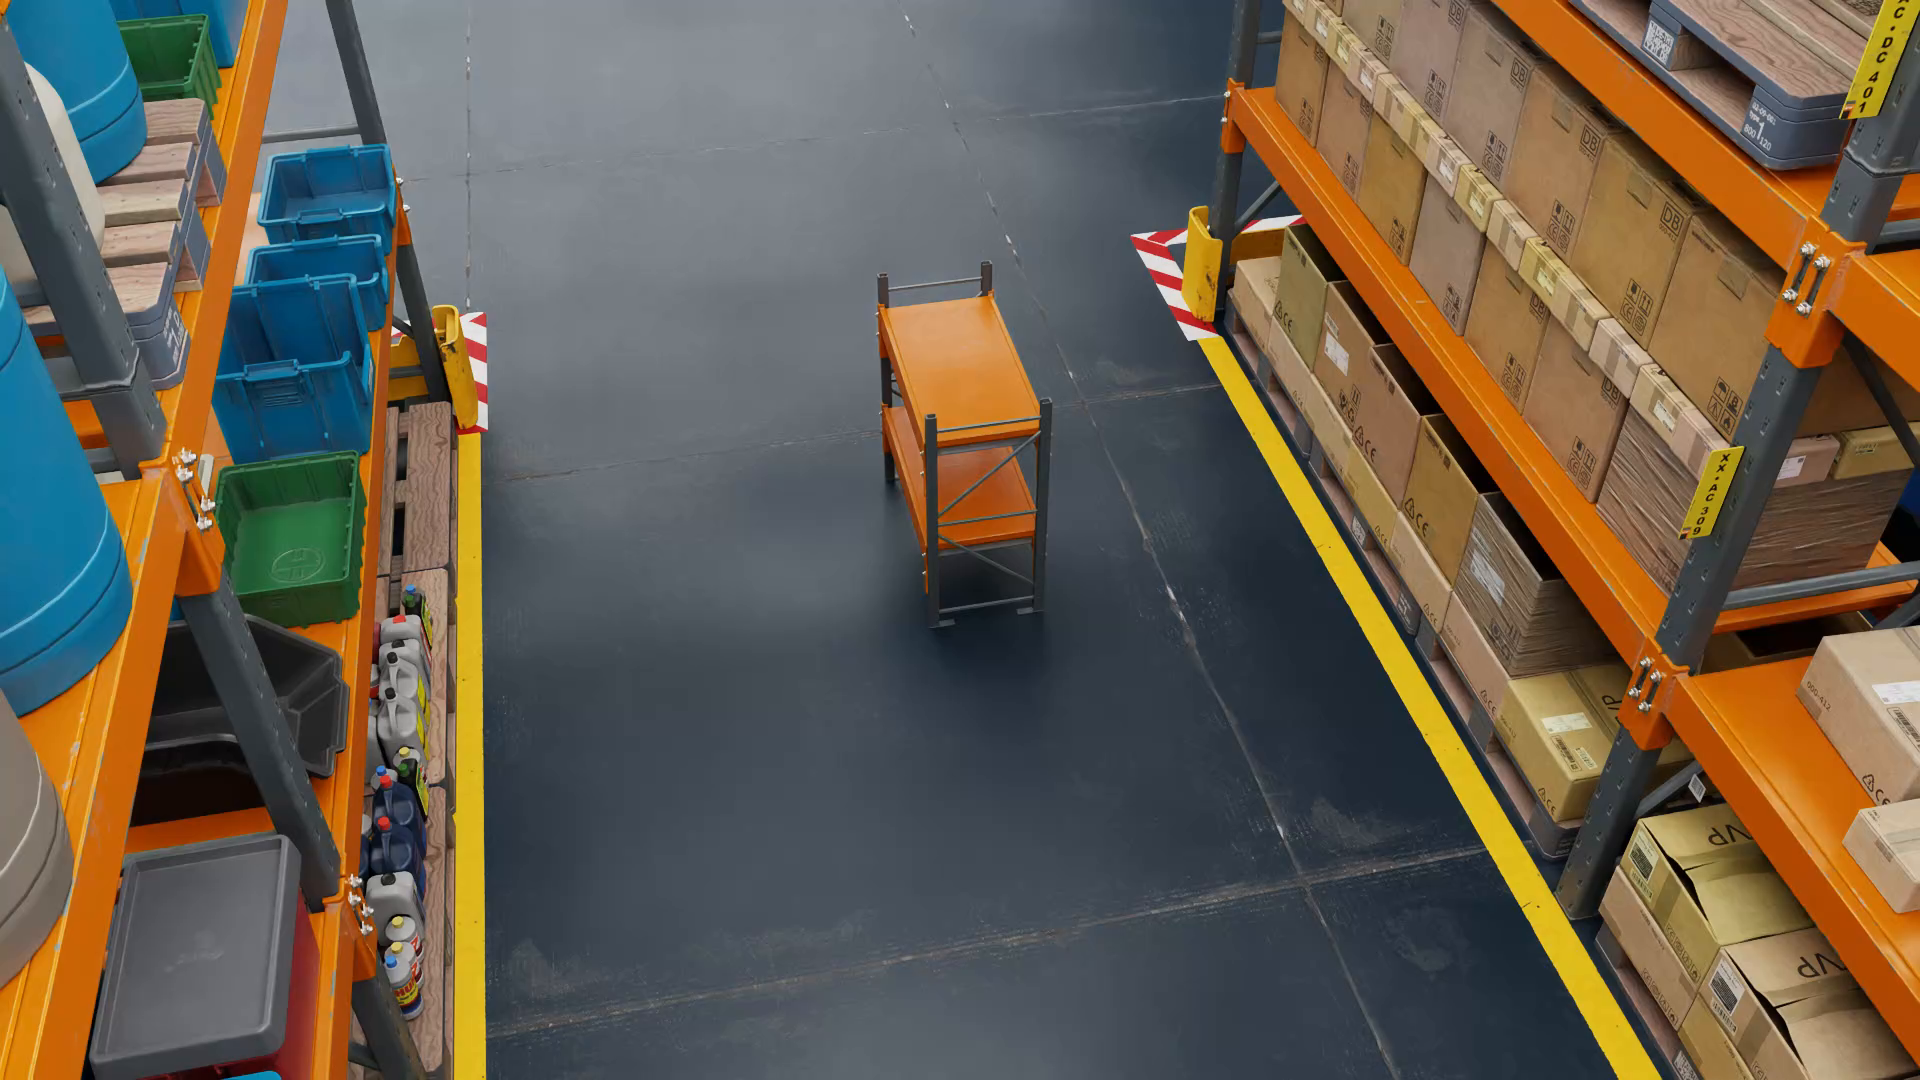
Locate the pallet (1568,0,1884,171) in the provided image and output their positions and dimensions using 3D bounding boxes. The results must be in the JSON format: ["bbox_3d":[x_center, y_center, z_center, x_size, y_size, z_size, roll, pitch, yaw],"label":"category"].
[{"bbox_3d":[2.457,-1.495,4.764,1.003,0.211,1.213,-8,42,-9],"label":"pallet"}]

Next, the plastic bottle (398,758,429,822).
[{"bbox_3d":[-1.975,0.883,5.992,0.061,0.283,0.133,-7,42,-7],"label":"plastic bottle"}]

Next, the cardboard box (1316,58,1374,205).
[{"bbox_3d":[2.010,-1.844,7.274,0.700,0.500,0.500,-7,42,-8],"label":"cardboard box"}]

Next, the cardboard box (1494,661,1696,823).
[{"bbox_3d":[2.353,0.744,6.189,0.500,0.250,0.500,-8,42,-9],"label":"cardboard box"}]

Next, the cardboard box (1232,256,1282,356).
[{"bbox_3d":[1.702,-1.200,8.379,0.500,0.250,0.500,-8,42,-9],"label":"cardboard box"}]

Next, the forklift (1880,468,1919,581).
[{"bbox_3d":[5.064,-0.481,5.865,1.130,2.935,3.031,-18,45,-19],"label":"forklift"}]

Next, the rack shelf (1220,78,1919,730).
[{"bbox_3d":[2.235,-0.885,6.811,1.077,0.370,4.000,-8,42,-9],"label":"rack shelf"}]

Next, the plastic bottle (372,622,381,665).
[{"bbox_3d":[-2.286,0.419,6.515,0.061,0.283,0.133,-8,42,-9],"label":"plastic bottle"}]

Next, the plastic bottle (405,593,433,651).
[{"bbox_3d":[-2.167,0.309,6.639,0.061,0.283,0.133,-7,42,-8],"label":"plastic bottle"}]

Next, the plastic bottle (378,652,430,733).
[{"bbox_3d":[-2.112,0.575,6.289,0.144,0.351,0.185,-7,42,-8],"label":"plastic bottle"}]

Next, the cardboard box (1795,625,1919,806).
[{"bbox_3d":[2.816,0.511,4.809,0.500,0.250,0.500,-6,42,-7],"label":"cardboard box"}]

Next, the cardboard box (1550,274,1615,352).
[{"bbox_3d":[2.231,-0.783,5.591,0.380,0.149,0.250,-8,42,-9],"label":"cardboard box"}]

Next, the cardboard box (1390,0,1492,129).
[{"bbox_3d":[2.131,-1.967,6.436,0.700,0.500,0.500,-8,42,-9],"label":"cardboard box"}]

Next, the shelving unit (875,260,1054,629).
[{"bbox_3d":[0.001,-0.416,7.153,0.538,1.125,1.048,-8,42,-9],"label":"shelving unit"}]

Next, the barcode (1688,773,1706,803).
[{"bbox_3d":[2.315,0.779,5.223,0.001,0.075,0.075,-8,42,-9],"label":"barcode"}]

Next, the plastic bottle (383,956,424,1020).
[{"bbox_3d":[-1.811,1.436,5.378,0.097,0.271,0.097,0,42,0],"label":"plastic bottle"}]

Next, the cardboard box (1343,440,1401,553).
[{"bbox_3d":[2.024,-0.227,7.283,0.500,0.250,0.500,-8,42,-9],"label":"cardboard box"}]

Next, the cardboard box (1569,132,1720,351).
[{"bbox_3d":[2.454,-0.994,5.340,0.700,0.500,0.500,-8,42,-9],"label":"cardboard box"}]

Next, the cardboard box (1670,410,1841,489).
[{"bbox_3d":[2.399,-0.283,5.027,0.380,0.149,0.250,-8,42,-9],"label":"cardboard box"}]

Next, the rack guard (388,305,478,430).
[{"bbox_3d":[-2.972,-0.766,8.018,1.175,0.500,0.348,-8,42,-9],"label":"rack guard"}]

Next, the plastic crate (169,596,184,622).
[{"bbox_3d":[-2.675,0.227,5.129,0.499,0.251,0.616,-8,42,-9],"label":"plastic crate"}]

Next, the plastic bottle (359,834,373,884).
[{"bbox_3d":[-2.080,1.114,5.681,0.144,0.351,0.185,-8,42,-9],"label":"plastic bottle"}]

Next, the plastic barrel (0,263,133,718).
[{"bbox_3d":[-1.849,-0.161,2.816,0.600,0.901,0.708,-8,42,-9],"label":"plastic barrel"}]

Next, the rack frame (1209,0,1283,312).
[{"bbox_3d":[1.803,-2.450,8.033,1.000,3.000,0.127,-8,42,-9],"label":"rack frame"}]

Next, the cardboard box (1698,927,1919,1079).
[{"bbox_3d":[2.616,1.433,4.991,0.500,0.311,0.500,-9,42,-10],"label":"cardboard box"}]

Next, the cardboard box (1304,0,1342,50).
[{"bbox_3d":[1.737,-2.274,7.271,0.380,0.149,0.250,-9,42,-10],"label":"cardboard box"}]

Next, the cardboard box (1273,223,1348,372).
[{"bbox_3d":[1.812,-1.156,7.765,0.500,0.500,0.500,-8,42,-9],"label":"cardboard box"}]

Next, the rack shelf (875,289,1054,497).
[{"bbox_3d":[0.001,-0.635,6.959,0.538,0.278,1.000,-8,42,-9],"label":"rack shelf"}]

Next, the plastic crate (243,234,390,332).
[{"bbox_3d":[-2.499,-0.984,6.493,0.499,0.251,0.408,-8,42,-9],"label":"plastic crate"}]

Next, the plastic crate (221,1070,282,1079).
[{"bbox_3d":[-1.629,1.526,3.565,0.392,0.384,0.575,-8,42,-9],"label":"plastic crate"}]

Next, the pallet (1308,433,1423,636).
[{"bbox_3d":[2.269,-0.129,7.518,1.003,0.211,1.213,-8,42,-9],"label":"pallet"}]

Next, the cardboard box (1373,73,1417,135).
[{"bbox_3d":[1.902,-1.776,6.709,0.380,0.149,0.250,-10,43,-11],"label":"cardboard box"}]

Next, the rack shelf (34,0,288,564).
[{"bbox_3d":[-2.602,-1.299,5.018,1.077,0.370,4.000,-8,42,-9],"label":"rack shelf"}]

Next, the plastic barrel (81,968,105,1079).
[{"bbox_3d":[-2.383,0.956,3.818,0.600,0.901,0.708,-8,42,-9],"label":"plastic barrel"}]

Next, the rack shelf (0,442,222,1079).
[{"bbox_3d":[-1.739,1.293,2.098,1.077,0.370,4.000,-8,42,-9],"label":"rack shelf"}]

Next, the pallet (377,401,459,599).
[{"bbox_3d":[-2.802,-0.130,7.520,1.003,0.211,1.213,-8,42,-9],"label":"pallet"}]

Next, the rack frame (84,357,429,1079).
[{"bbox_3d":[-2.171,0.850,4.315,1.000,3.000,0.127,-8,42,-9],"label":"rack frame"}]

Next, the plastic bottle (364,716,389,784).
[{"bbox_3d":[-2.211,0.761,6.136,0.152,0.276,0.135,-8,42,-9],"label":"plastic bottle"}]

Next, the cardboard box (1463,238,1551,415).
[{"bbox_3d":[2.340,-0.848,6.153,0.700,0.500,0.500,-8,42,-9],"label":"cardboard box"}]

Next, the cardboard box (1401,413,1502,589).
[{"bbox_3d":[2.145,-0.185,6.671,0.500,0.500,0.500,-8,42,-9],"label":"cardboard box"}]

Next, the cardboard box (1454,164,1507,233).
[{"bbox_3d":[2.066,-1.278,6.148,0.380,0.149,0.250,-7,42,-8],"label":"cardboard box"}]

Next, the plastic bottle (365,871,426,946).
[{"bbox_3d":[-1.908,1.229,5.608,0.152,0.276,0.135,-7,42,-8],"label":"plastic bottle"}]

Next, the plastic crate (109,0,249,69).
[{"bbox_3d":[-2.328,-1.666,4.901,0.392,0.384,0.575,-8,42,-9],"label":"plastic crate"}]
